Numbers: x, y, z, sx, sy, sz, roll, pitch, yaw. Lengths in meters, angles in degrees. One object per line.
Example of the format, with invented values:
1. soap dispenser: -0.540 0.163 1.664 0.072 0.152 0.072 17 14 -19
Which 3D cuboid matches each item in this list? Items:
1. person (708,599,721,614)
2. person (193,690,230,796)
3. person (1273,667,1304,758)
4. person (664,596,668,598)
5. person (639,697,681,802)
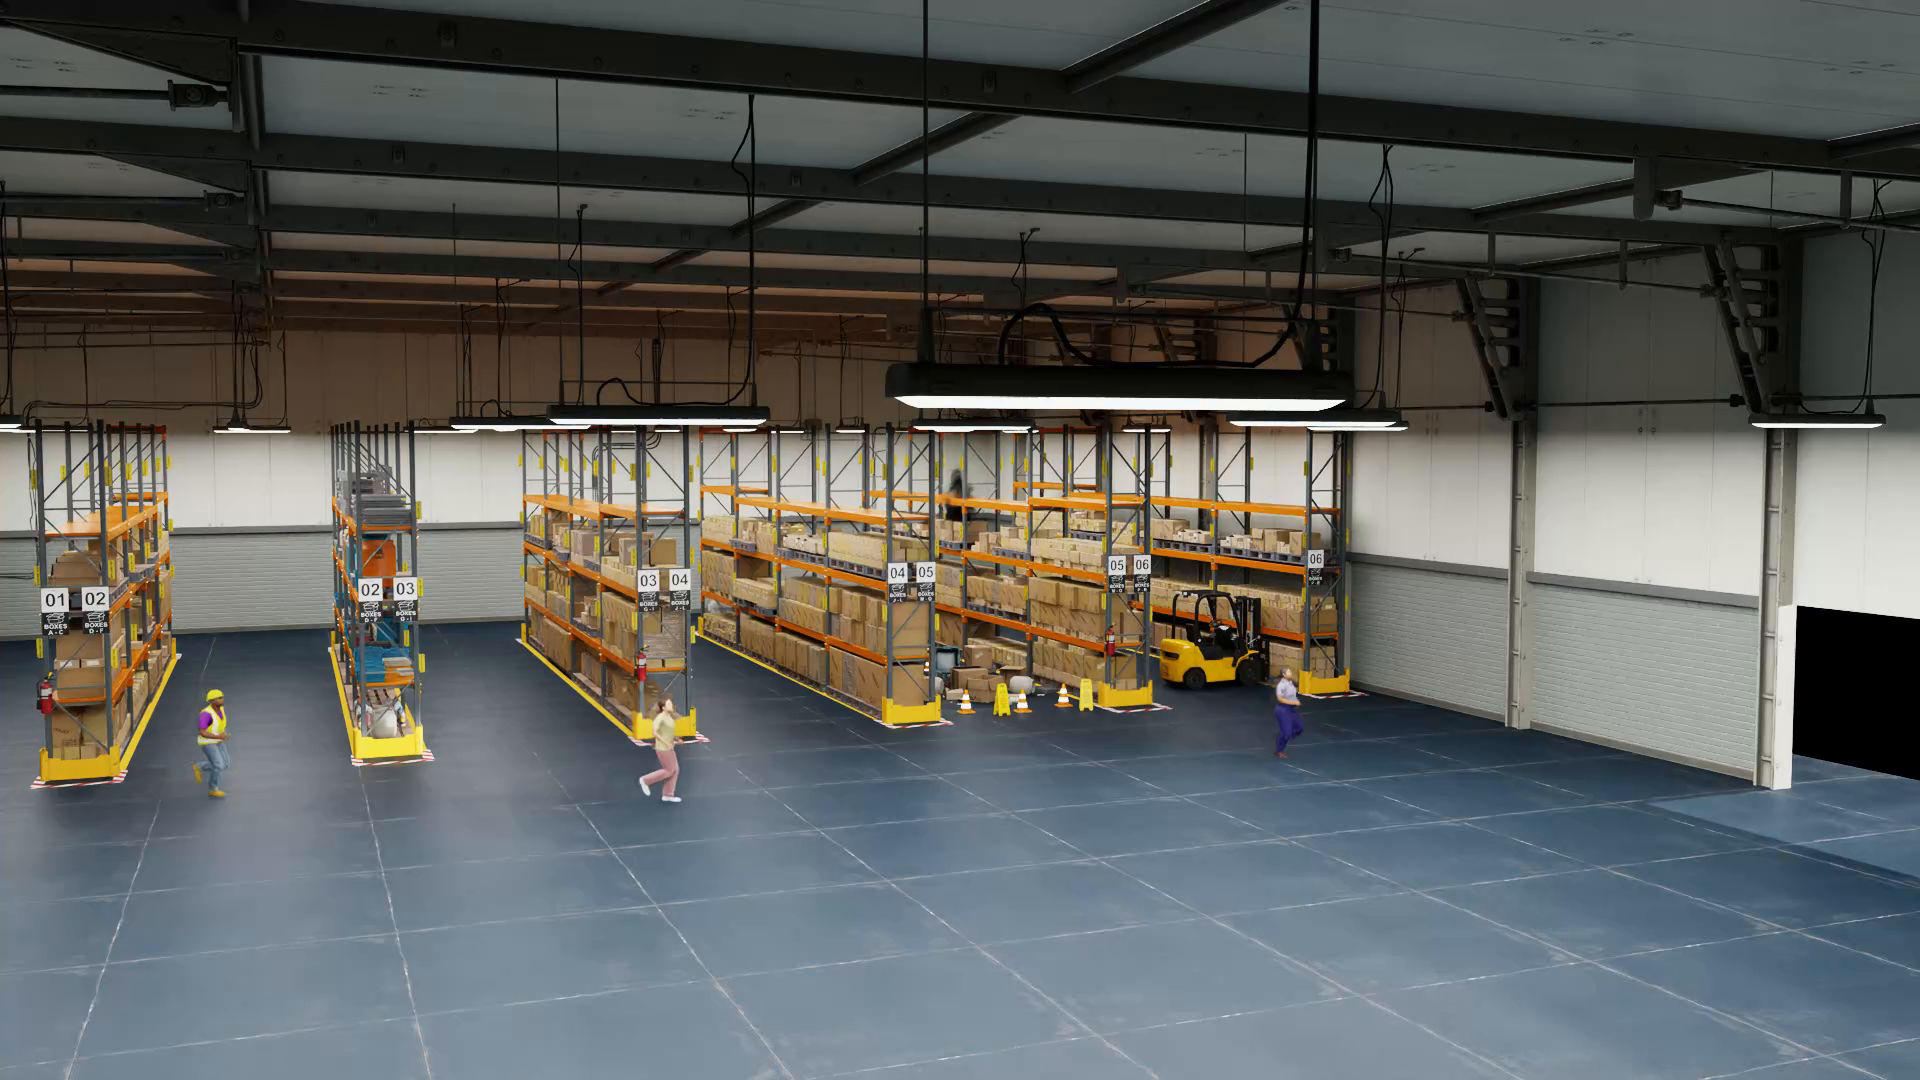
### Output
1. person: -7.350 1.745 49.702 0.742 1.850 0.687 -3 5 -38
2. person: -11.893 3.228 26.457 0.682 1.715 0.745 0 4 3
3. person: 5.849 3.071 29.609 0.527 1.605 0.657 2 4 30
4. person: -7.710 2.143 43.429 0.658 1.734 0.590 -3 4 -36
5. person: -4.658 3.284 26.106 0.578 1.645 0.580 0 4 8
